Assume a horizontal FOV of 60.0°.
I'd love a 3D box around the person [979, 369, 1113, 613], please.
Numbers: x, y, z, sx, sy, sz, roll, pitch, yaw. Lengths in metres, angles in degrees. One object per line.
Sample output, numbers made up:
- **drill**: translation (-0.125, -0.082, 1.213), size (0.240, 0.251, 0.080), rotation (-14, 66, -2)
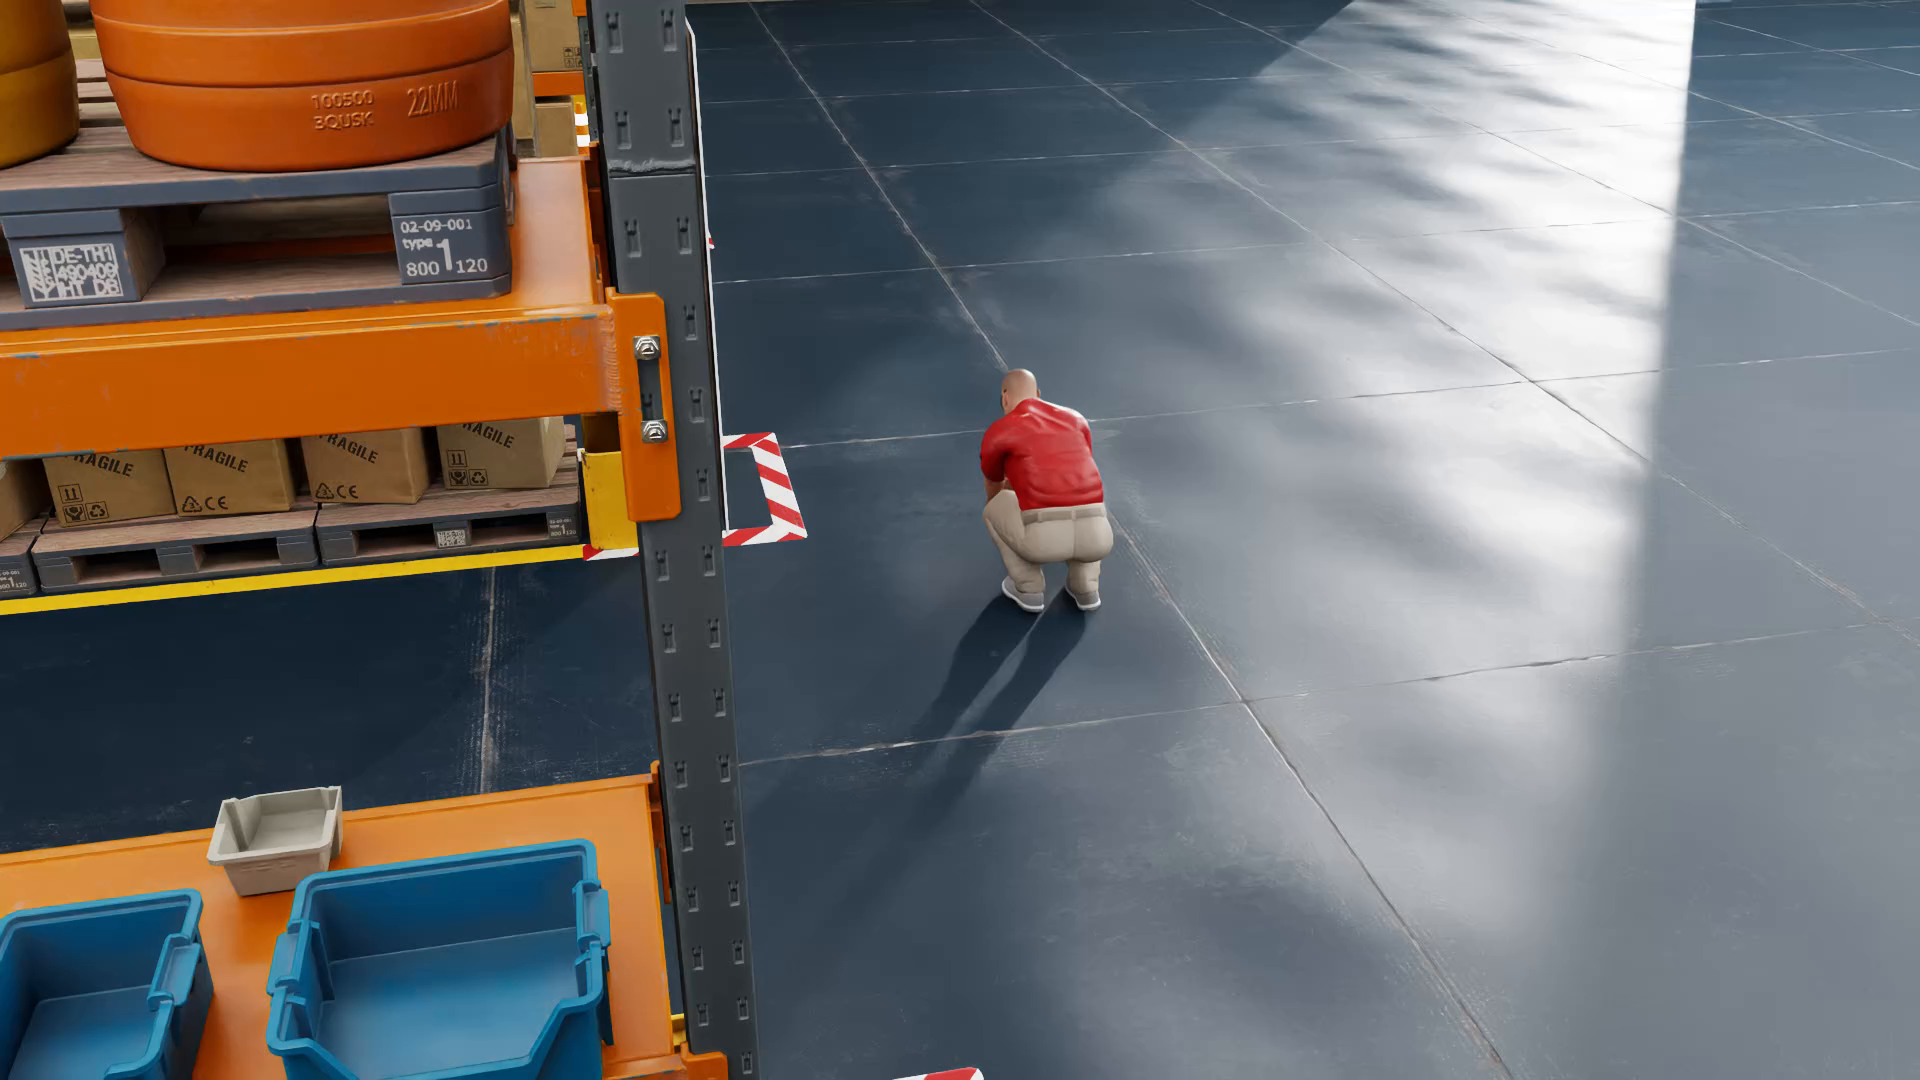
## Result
- **person**: translation (0.372, -0.224, 7.438), size (0.543, 0.980, 0.876), rotation (-6, 27, -12)
